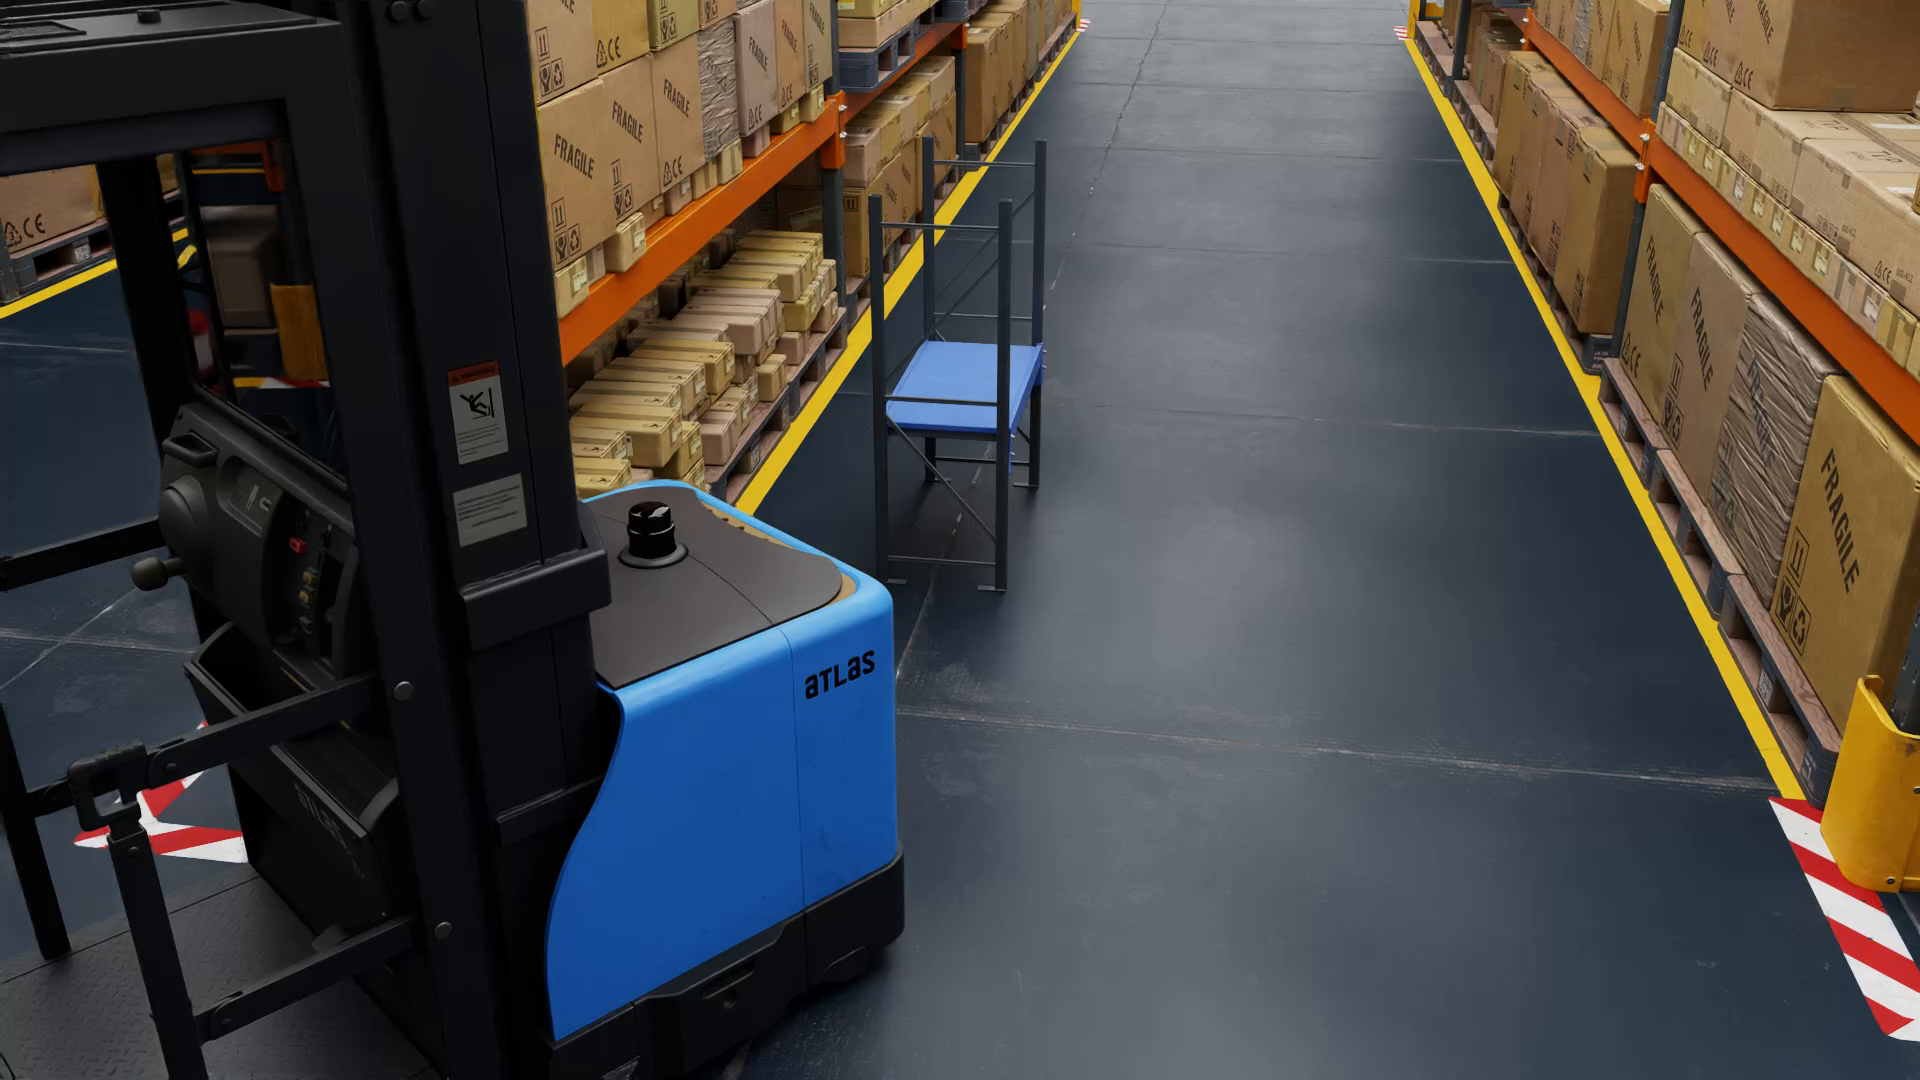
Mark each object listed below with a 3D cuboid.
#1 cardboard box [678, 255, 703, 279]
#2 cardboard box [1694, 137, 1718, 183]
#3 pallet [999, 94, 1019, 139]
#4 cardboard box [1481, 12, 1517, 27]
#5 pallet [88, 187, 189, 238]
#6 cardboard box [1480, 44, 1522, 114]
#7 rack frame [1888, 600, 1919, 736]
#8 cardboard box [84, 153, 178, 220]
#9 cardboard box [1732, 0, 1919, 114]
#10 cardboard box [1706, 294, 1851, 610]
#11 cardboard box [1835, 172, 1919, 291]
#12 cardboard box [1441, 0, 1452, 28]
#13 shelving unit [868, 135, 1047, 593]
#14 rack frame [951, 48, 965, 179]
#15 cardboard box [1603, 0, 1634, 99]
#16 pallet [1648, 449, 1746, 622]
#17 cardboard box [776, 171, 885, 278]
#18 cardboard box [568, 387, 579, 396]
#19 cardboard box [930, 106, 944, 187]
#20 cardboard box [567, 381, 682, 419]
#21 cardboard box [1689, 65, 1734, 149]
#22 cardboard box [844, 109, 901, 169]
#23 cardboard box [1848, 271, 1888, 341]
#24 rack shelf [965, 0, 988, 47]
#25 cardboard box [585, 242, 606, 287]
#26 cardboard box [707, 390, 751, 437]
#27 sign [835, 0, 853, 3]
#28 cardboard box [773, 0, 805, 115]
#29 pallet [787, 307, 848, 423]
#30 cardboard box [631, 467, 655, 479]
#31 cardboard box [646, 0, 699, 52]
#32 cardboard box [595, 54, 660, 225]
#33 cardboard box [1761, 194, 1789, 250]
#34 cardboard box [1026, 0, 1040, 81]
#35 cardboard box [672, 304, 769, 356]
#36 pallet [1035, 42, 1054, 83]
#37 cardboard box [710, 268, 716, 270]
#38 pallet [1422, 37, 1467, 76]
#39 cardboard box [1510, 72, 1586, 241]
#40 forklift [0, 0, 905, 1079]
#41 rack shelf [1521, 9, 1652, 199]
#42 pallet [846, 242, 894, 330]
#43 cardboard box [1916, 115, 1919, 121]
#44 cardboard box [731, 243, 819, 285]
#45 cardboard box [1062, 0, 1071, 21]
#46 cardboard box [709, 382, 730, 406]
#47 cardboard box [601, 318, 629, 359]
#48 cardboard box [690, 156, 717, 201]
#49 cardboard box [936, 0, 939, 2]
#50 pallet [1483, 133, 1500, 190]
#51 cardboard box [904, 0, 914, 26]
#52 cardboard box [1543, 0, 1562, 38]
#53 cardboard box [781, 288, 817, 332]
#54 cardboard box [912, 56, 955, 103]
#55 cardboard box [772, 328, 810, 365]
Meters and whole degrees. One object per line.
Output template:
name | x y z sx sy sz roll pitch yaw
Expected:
cardboard box | -1.476 -1.299 8.154 0.380 0.149 0.250 4 25 8
cardboard box | 3.254 -1.550 6.820 0.380 0.149 0.250 3 25 7
pallet | -0.061 -3.724 14.458 1.003 0.211 1.213 4 25 9
cardboard box | 5.170 -4.664 15.628 0.500 0.500 0.500 3 25 7
pallet | -5.770 -2.358 11.540 1.003 0.211 1.213 4 25 9
cardboard box | 4.756 -3.821 13.804 0.700 0.500 0.500 2 25 4
rack frame | 3.104 -0.422 4.114 1.000 3.000 0.127 4 25 9
cardboard box | -5.857 -2.653 10.890 0.875 0.875 0.875 5 26 10
cardboard box | 3.259 -1.896 6.203 0.500 0.500 0.500 3 25 7
cardboard box | 3.278 -0.304 5.872 0.875 0.875 0.875 4 25 9
cardboard box | 3.005 -0.922 5.008 0.500 0.250 0.500 4 25 8
cardboard box | 5.600 -5.912 18.295 0.500 0.500 0.500 9 27 18
shelving unit | 0.014 -0.715 6.508 0.538 1.500 1.048 4 25 9
rack frame | -0.465 -4.154 12.086 1.000 3.000 0.127 4 25 9
cardboard box | 3.652 -2.561 8.566 0.500 0.500 0.500 5 26 10
pallet | 3.359 -0.008 6.518 1.003 0.211 1.213 4 25 9
cardboard box | -0.737 -1.830 9.574 0.500 0.500 0.500 5 26 11
cardboard box | -1.753 -0.623 7.060 0.380 0.149 0.250 5 26 11
cardboard box | -0.404 -2.702 11.437 0.500 0.500 0.500 5 26 11
cardboard box | -1.299 -0.502 6.449 0.380 0.149 0.250 3 25 6
cardboard box | 3.336 -1.776 6.832 0.500 0.250 0.500 4 25 8
cardboard box | -0.653 -2.392 9.891 0.500 0.250 0.500 5 25 10
cardboard box | 2.920 -0.694 4.992 0.380 0.149 0.250 4 25 9
rack shelf | -0.139 -4.665 14.026 1.077 0.370 4.000 4 25 9
cardboard box | -1.396 -0.916 5.466 0.380 0.149 0.250 5 26 10
cardboard box | -1.132 -0.552 7.258 0.380 0.149 0.250 4 25 9
sign | -0.583 -2.839 8.255 0.100 0.325 0.005 4 25 9
cardboard box | -1.005 -2.222 7.490 0.500 0.500 0.500 3 25 7
pallet | -1.194 -0.935 8.498 1.003 0.211 1.213 4 25 9
cardboard box | -1.381 -0.262 6.289 0.380 0.149 0.250 4 25 9
cardboard box | -1.254 -2.038 5.917 0.500 0.500 0.500 3 25 7
cardboard box | -1.365 -1.382 5.696 0.500 0.500 0.500 4 25 9
cardboard box | 3.087 -1.119 5.900 0.380 0.149 0.250 5 25 10
cardboard box | 0.176 -4.732 15.480 1.050 0.750 0.750 4 25 8
cardboard box | -1.061 -0.932 7.369 0.380 0.149 0.250 3 25 7
pallet | 0.390 -4.877 16.919 1.003 0.211 1.213 4 25 9
cardboard box | -1.494 -1.385 8.688 0.380 0.149 0.250 5 26 11
pallet | 5.337 -4.973 17.126 1.003 0.211 1.213 4 25 9
cardboard box | 4.125 -2.336 10.214 1.225 0.875 0.875 4 25 9
forklift | -1.570 0.030 3.228 3.031 2.935 1.130 -21 33 -38
rack shelf | 4.084 -2.606 9.627 1.077 0.370 4.000 4 25 9
pallet | -0.993 -1.544 9.799 1.003 0.211 1.213 4 25 9
cardboard box | 3.693 -1.317 5.852 0.500 0.250 0.500 4 25 7
cardboard box | -0.923 -1.373 8.311 0.380 0.149 0.250 4 25 9
cardboard box | 0.796 -6.440 18.980 0.875 0.875 0.875 4 25 9
cardboard box | -1.225 -0.708 7.241 0.380 0.149 0.250 5 26 11
cardboard box | -1.660 -0.868 7.232 0.380 0.149 0.250 4 25 9
cardboard box | -1.192 -1.463 6.634 0.380 0.149 0.250 5 26 10
cardboard box | -0.307 -3.456 10.396 0.380 0.149 0.250 5 26 10
pallet | 4.540 -2.832 12.551 1.003 0.211 1.213 4 25 9
cardboard box | -0.475 -3.016 9.456 0.380 0.149 0.250 4 25 9
cardboard box | 3.981 -3.413 10.385 0.500 0.500 0.500 3 25 7
cardboard box | -0.915 -1.134 8.150 0.380 0.149 0.250 3 25 7
cardboard box | -0.319 -3.247 11.718 0.500 0.250 0.500 3 25 7
cardboard box | -0.952 -0.975 8.161 0.380 0.149 0.250 3 25 7
